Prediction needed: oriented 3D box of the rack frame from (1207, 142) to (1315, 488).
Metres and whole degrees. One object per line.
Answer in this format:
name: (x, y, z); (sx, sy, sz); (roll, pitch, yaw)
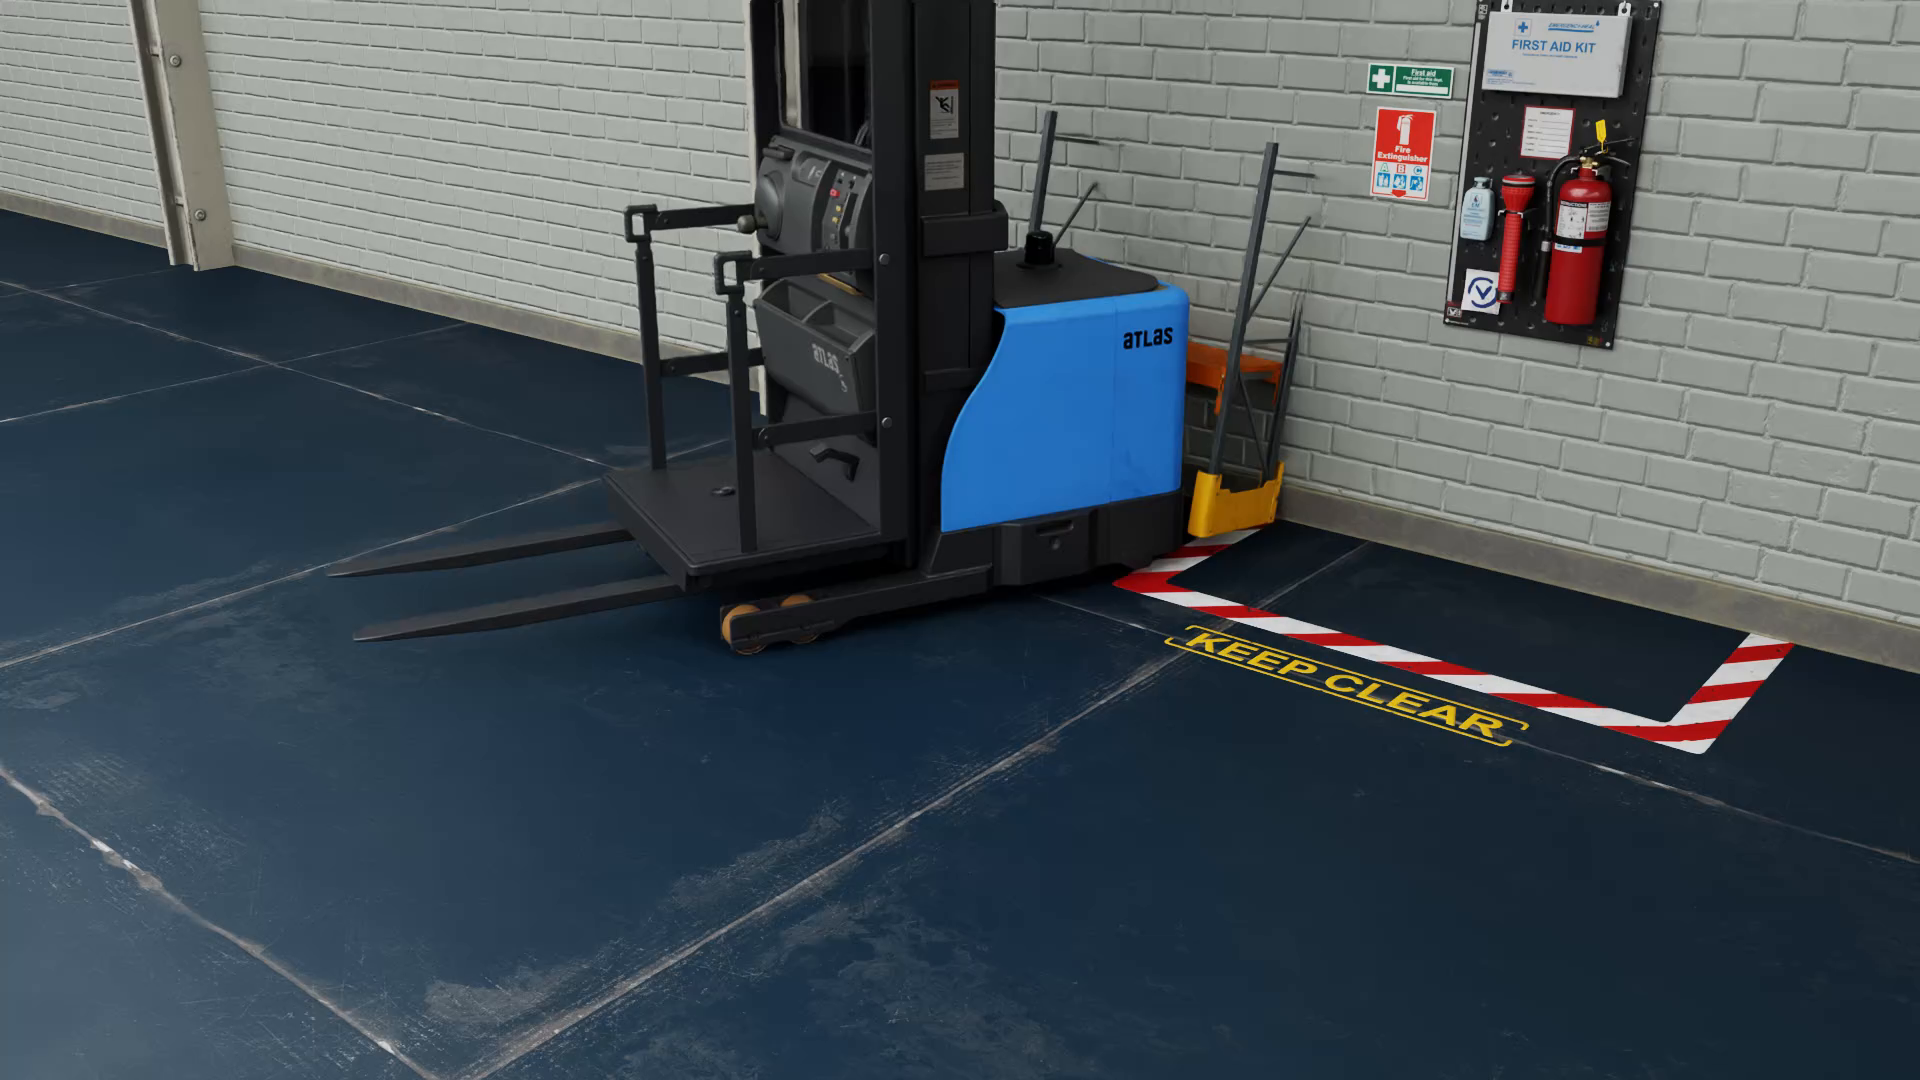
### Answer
rack frame: (1.191, -0.770, 6.476); (0.032, 1.500, 0.500); (19, 18, 36)

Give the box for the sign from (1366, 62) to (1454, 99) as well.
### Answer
sign: (1.636, -1.673, 6.053); (0.331, 0.109, 0.001); (16, 26, 36)

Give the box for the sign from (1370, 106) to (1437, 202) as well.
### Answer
sign: (1.638, -1.429, 6.155); (0.234, 0.329, 0.001); (16, 26, 36)

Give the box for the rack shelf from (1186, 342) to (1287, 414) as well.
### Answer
rack shelf: (0.777, -0.733, 6.819); (1.000, 0.185, 0.538); (19, 18, 36)

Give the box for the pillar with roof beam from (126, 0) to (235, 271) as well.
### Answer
pillar with roof beam: (-8.127, -5.006, 7.191); (0.400, 9.000, 9.100); (16, 26, 36)

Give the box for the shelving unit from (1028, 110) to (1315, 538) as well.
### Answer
shelving unit: (0.808, -0.902, 6.768); (1.083, 1.500, 0.587); (19, 18, 36)

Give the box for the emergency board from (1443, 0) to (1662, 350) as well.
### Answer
emergency board: (2.001, -1.261, 5.760); (0.643, 1.169, 0.194); (16, 26, 36)

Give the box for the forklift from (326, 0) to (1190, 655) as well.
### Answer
forklift: (-0.696, -1.195, 5.683); (3.031, 2.935, 1.130); (-10, 23, -25)

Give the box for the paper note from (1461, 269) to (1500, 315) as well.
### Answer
paper note: (1.907, -0.907, 6.070); (0.142, 0.148, 0.016); (16, 26, 36)

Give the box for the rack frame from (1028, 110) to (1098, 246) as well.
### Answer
rack frame: (0.412, -1.039, 7.071); (0.032, 1.500, 0.500); (19, 18, 36)

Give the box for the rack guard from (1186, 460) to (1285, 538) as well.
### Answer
rack guard: (1.105, -0.172, 6.637); (0.087, 0.250, 0.587); (19, 18, 36)

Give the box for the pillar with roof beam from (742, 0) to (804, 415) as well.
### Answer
pillar with roof beam: (-3.479, -3.668, 3.641); (0.400, 9.000, 9.100); (16, 26, 36)
